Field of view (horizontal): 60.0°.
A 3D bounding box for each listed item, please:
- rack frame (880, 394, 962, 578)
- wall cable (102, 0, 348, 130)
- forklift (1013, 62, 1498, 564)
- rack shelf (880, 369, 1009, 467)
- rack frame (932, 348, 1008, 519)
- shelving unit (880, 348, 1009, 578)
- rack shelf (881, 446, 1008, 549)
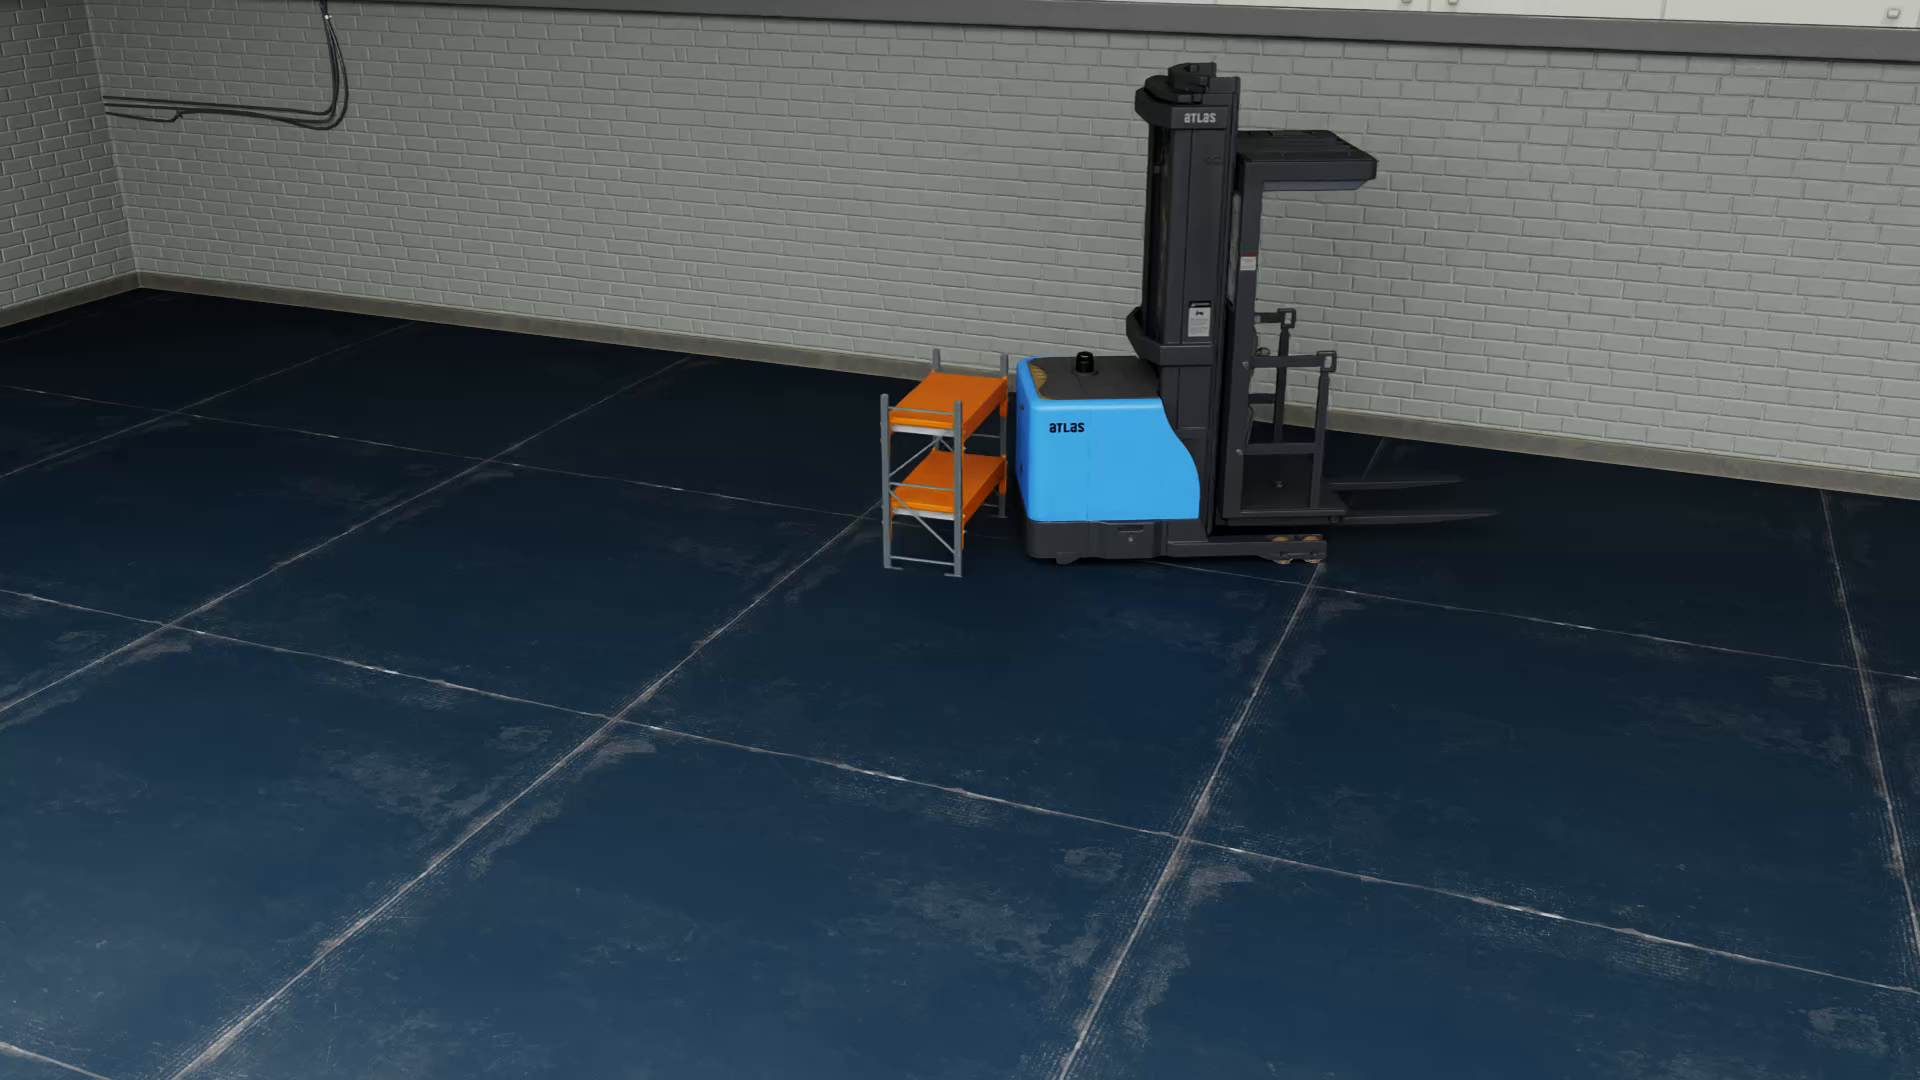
[{"bbox_3d":[-0.230,-0.320,10.057,0.500,1.125,0.032,7,24,16],"label":"rack frame"},{"bbox_3d":[-6.995,-5.071,15.244,3.097,2.526,0.112,9,24,20],"label":"wall cable"},{"bbox_3d":[1.892,-1.405,10.311,3.031,2.935,1.130,-1,23,-3],"label":"forklift"},{"bbox_3d":[-0.083,-0.778,10.393,0.538,0.278,1.000,7,24,16],"label":"rack shelf"},{"bbox_3d":[0.065,-0.695,10.955,0.500,1.125,0.032,7,24,16],"label":"rack frame"},{"bbox_3d":[-0.083,-0.508,10.506,0.538,1.125,1.048,7,24,16],"label":"shelving unit"},{"bbox_3d":[-0.083,-0.282,10.600,0.538,0.278,1.000,7,24,16],"label":"rack shelf"}]
